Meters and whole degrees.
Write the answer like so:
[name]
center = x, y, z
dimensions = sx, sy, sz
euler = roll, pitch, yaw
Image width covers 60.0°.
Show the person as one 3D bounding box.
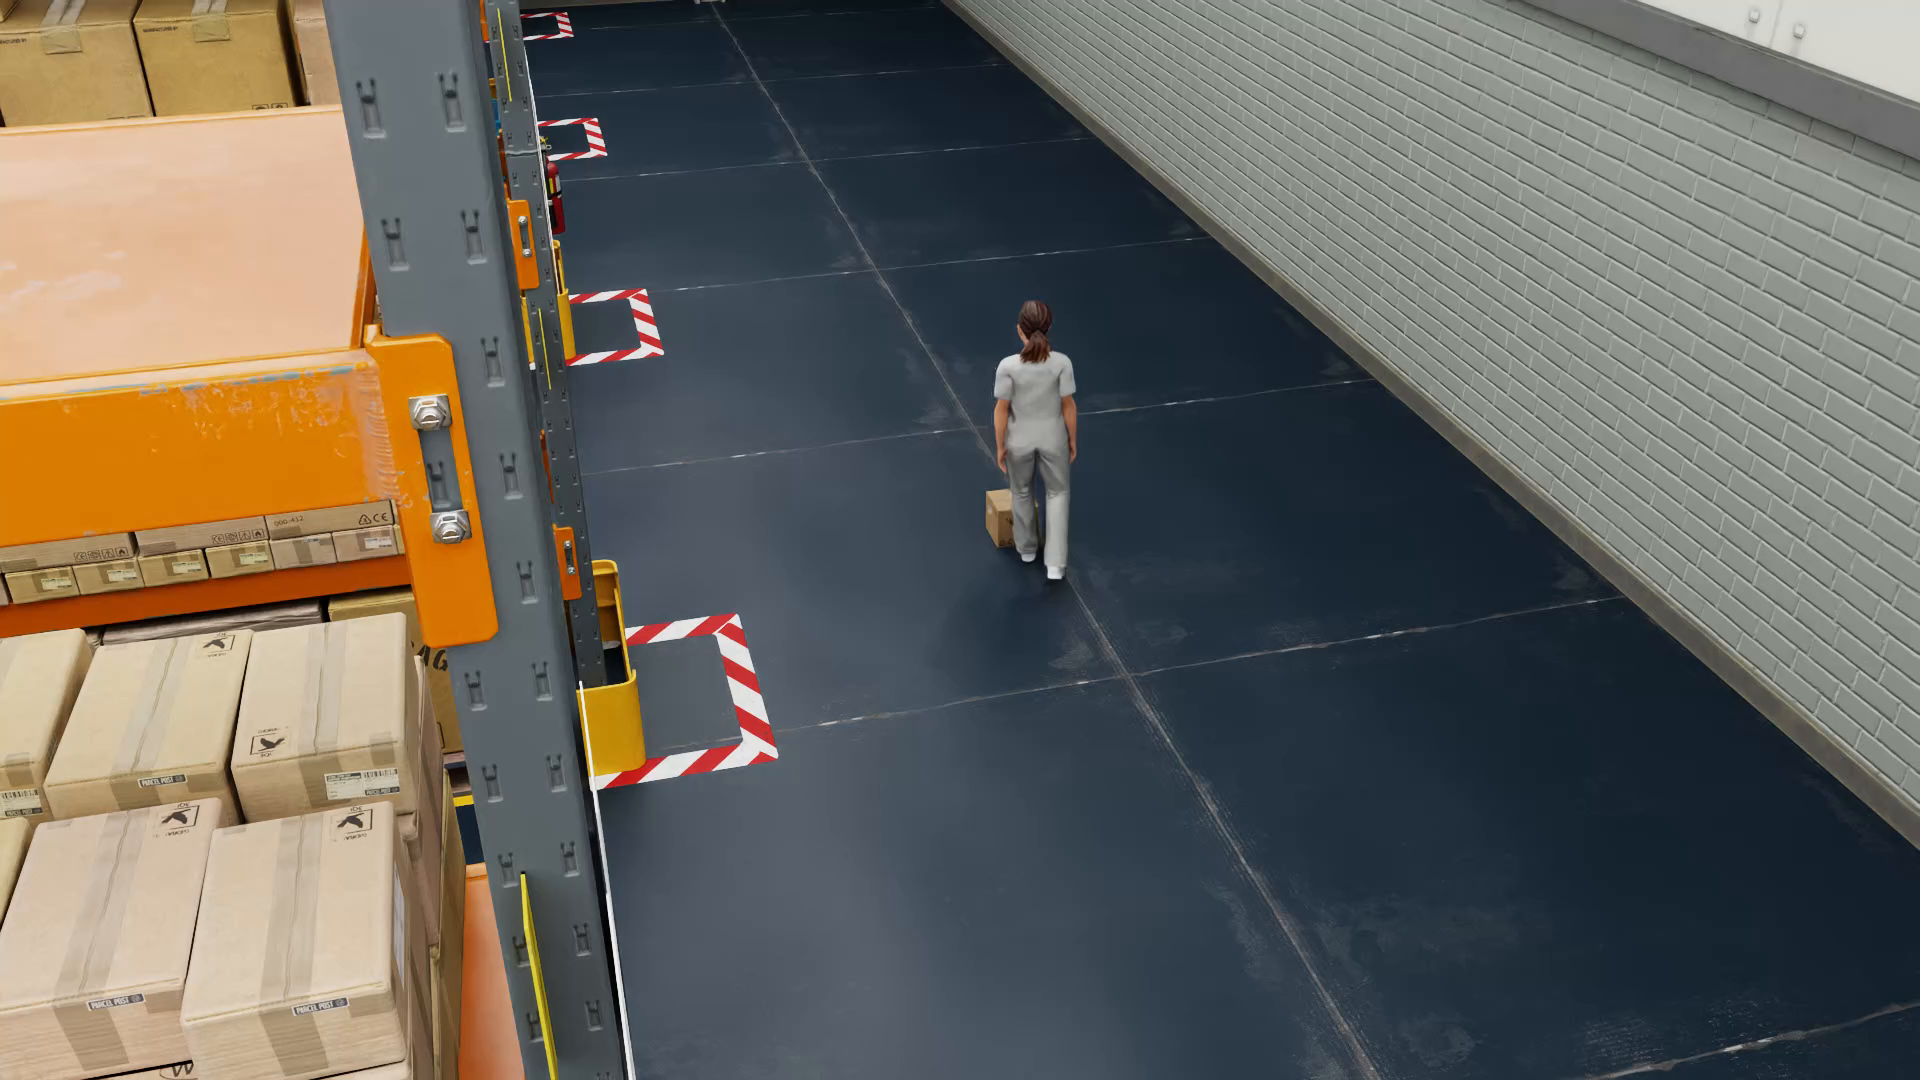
[person]
center = 0.412, -0.561, 9.162
dimensions = 0.460, 1.665, 0.700
euler = 0, 30, 1
